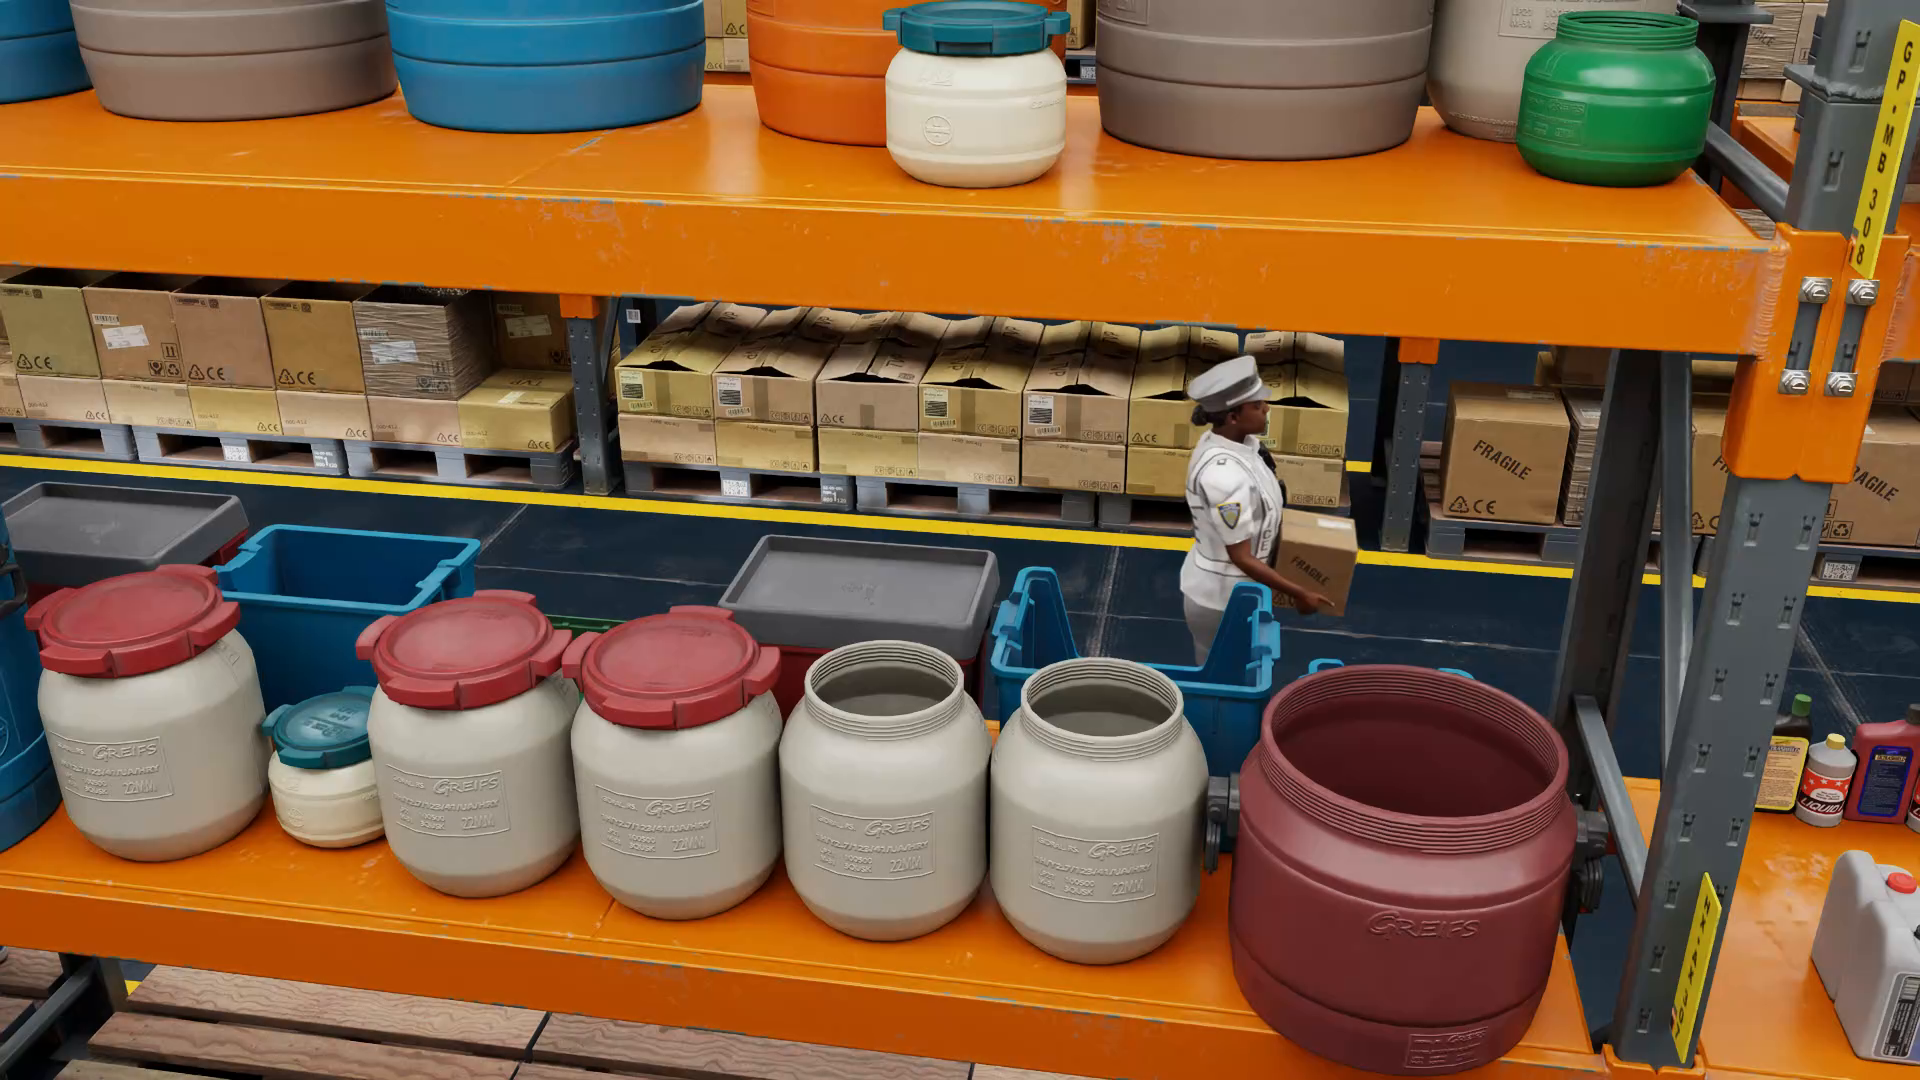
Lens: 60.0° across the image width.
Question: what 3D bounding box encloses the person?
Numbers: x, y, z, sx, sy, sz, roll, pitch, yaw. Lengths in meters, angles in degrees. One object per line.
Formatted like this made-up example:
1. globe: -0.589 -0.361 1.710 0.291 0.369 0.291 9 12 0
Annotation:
1. person: 0.995 0.194 5.656 0.525 1.691 0.452 4 25 8
